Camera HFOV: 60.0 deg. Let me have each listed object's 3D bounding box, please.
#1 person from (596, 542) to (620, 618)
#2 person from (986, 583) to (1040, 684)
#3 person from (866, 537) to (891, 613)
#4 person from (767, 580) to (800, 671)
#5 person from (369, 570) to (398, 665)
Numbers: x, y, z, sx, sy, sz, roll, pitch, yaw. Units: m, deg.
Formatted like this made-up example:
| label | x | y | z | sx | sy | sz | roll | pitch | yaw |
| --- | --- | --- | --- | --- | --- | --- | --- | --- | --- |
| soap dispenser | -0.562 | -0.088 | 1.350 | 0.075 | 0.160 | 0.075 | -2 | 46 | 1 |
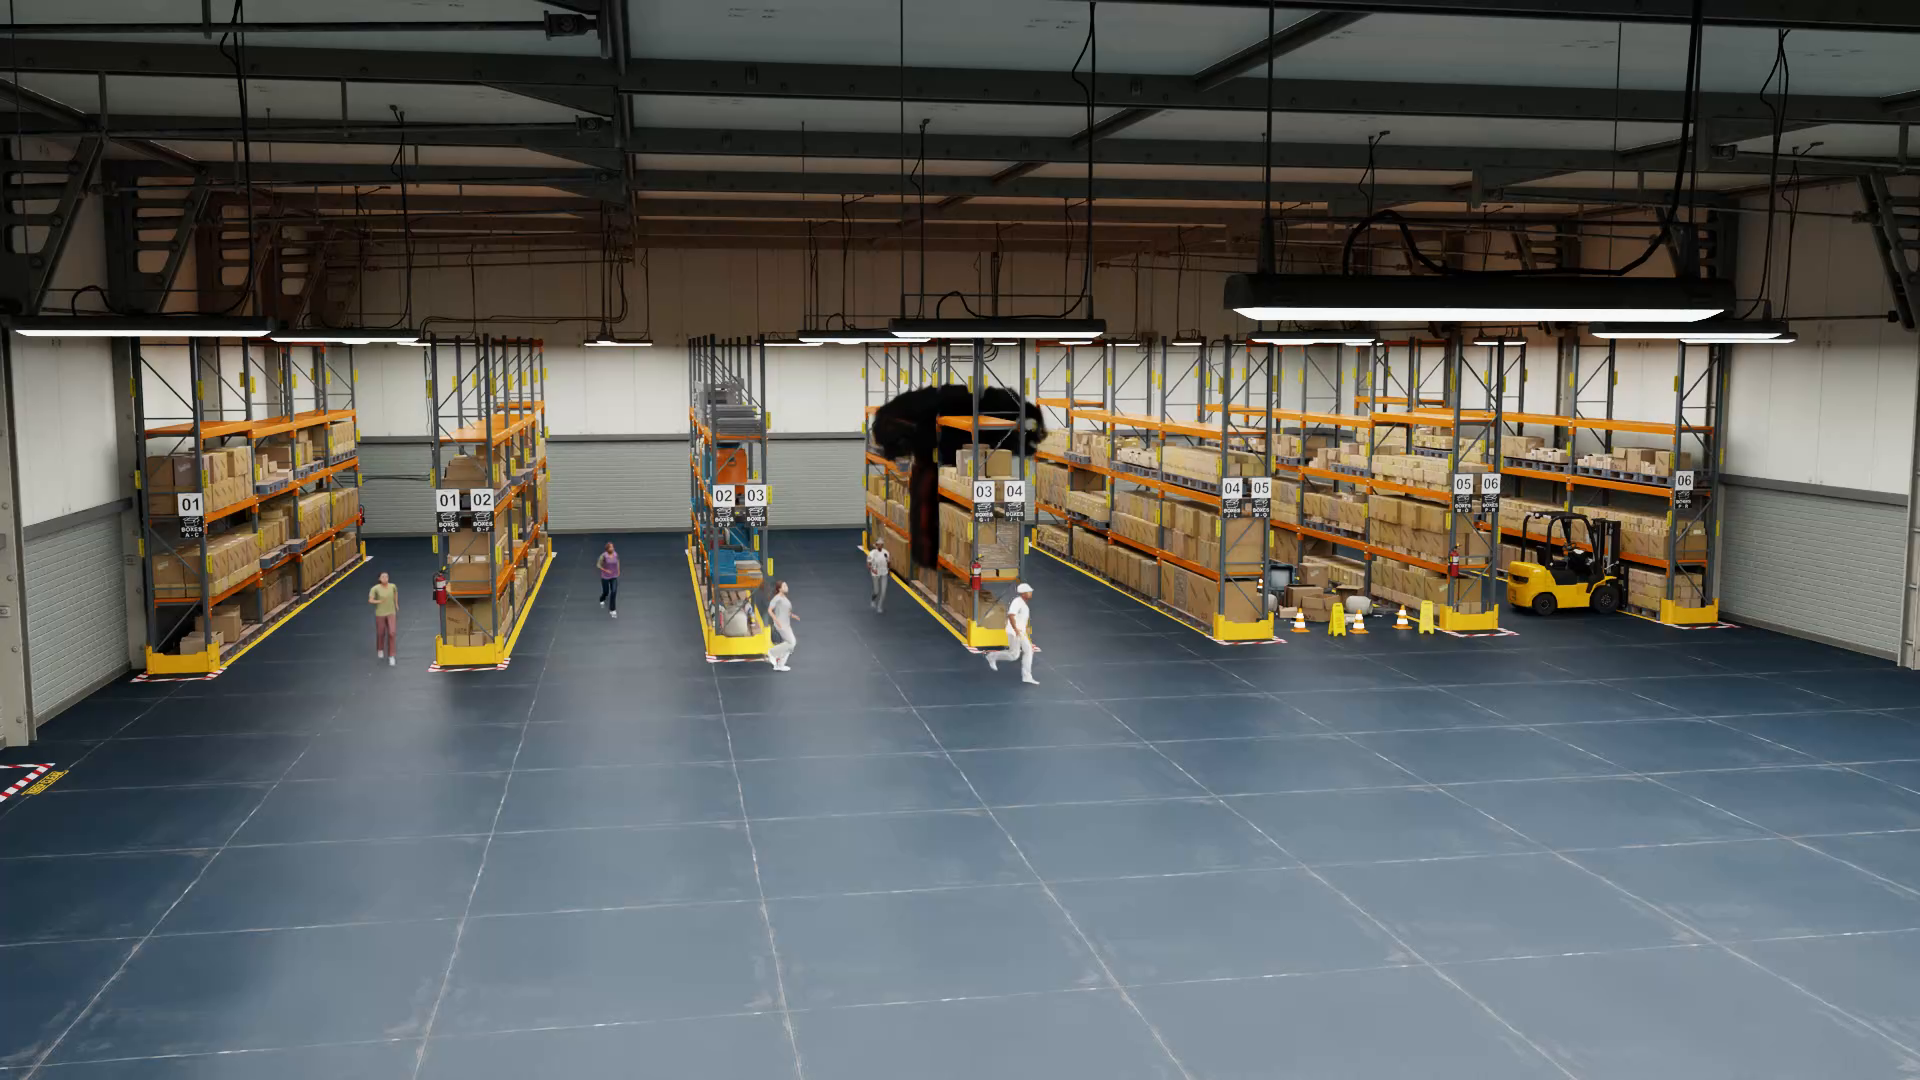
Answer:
| label | x | y | z | sx | sy | sz | roll | pitch | yaw |
| --- | --- | --- | --- | --- | --- | --- | --- | --- | --- |
| person | -7.584 | 0.828 | 35.890 | 0.564 | 1.592 | 0.921 | -4 | 8 | -33 |
| person | 0.918 | 1.613 | 28.637 | 0.949 | 1.749 | 0.704 | 2 | 7 | 18 |
| person | -1.754 | 0.753 | 36.241 | 0.562 | 1.655 | 0.589 | -2 | 7 | -18 |
| person | -3.152 | 1.528 | 29.678 | 0.567 | 1.619 | 0.570 | 1 | 7 | 13 |
| person | -10.533 | 1.391 | 30.423 | 0.553 | 1.697 | 0.909 | -4 | 7 | -29 |
